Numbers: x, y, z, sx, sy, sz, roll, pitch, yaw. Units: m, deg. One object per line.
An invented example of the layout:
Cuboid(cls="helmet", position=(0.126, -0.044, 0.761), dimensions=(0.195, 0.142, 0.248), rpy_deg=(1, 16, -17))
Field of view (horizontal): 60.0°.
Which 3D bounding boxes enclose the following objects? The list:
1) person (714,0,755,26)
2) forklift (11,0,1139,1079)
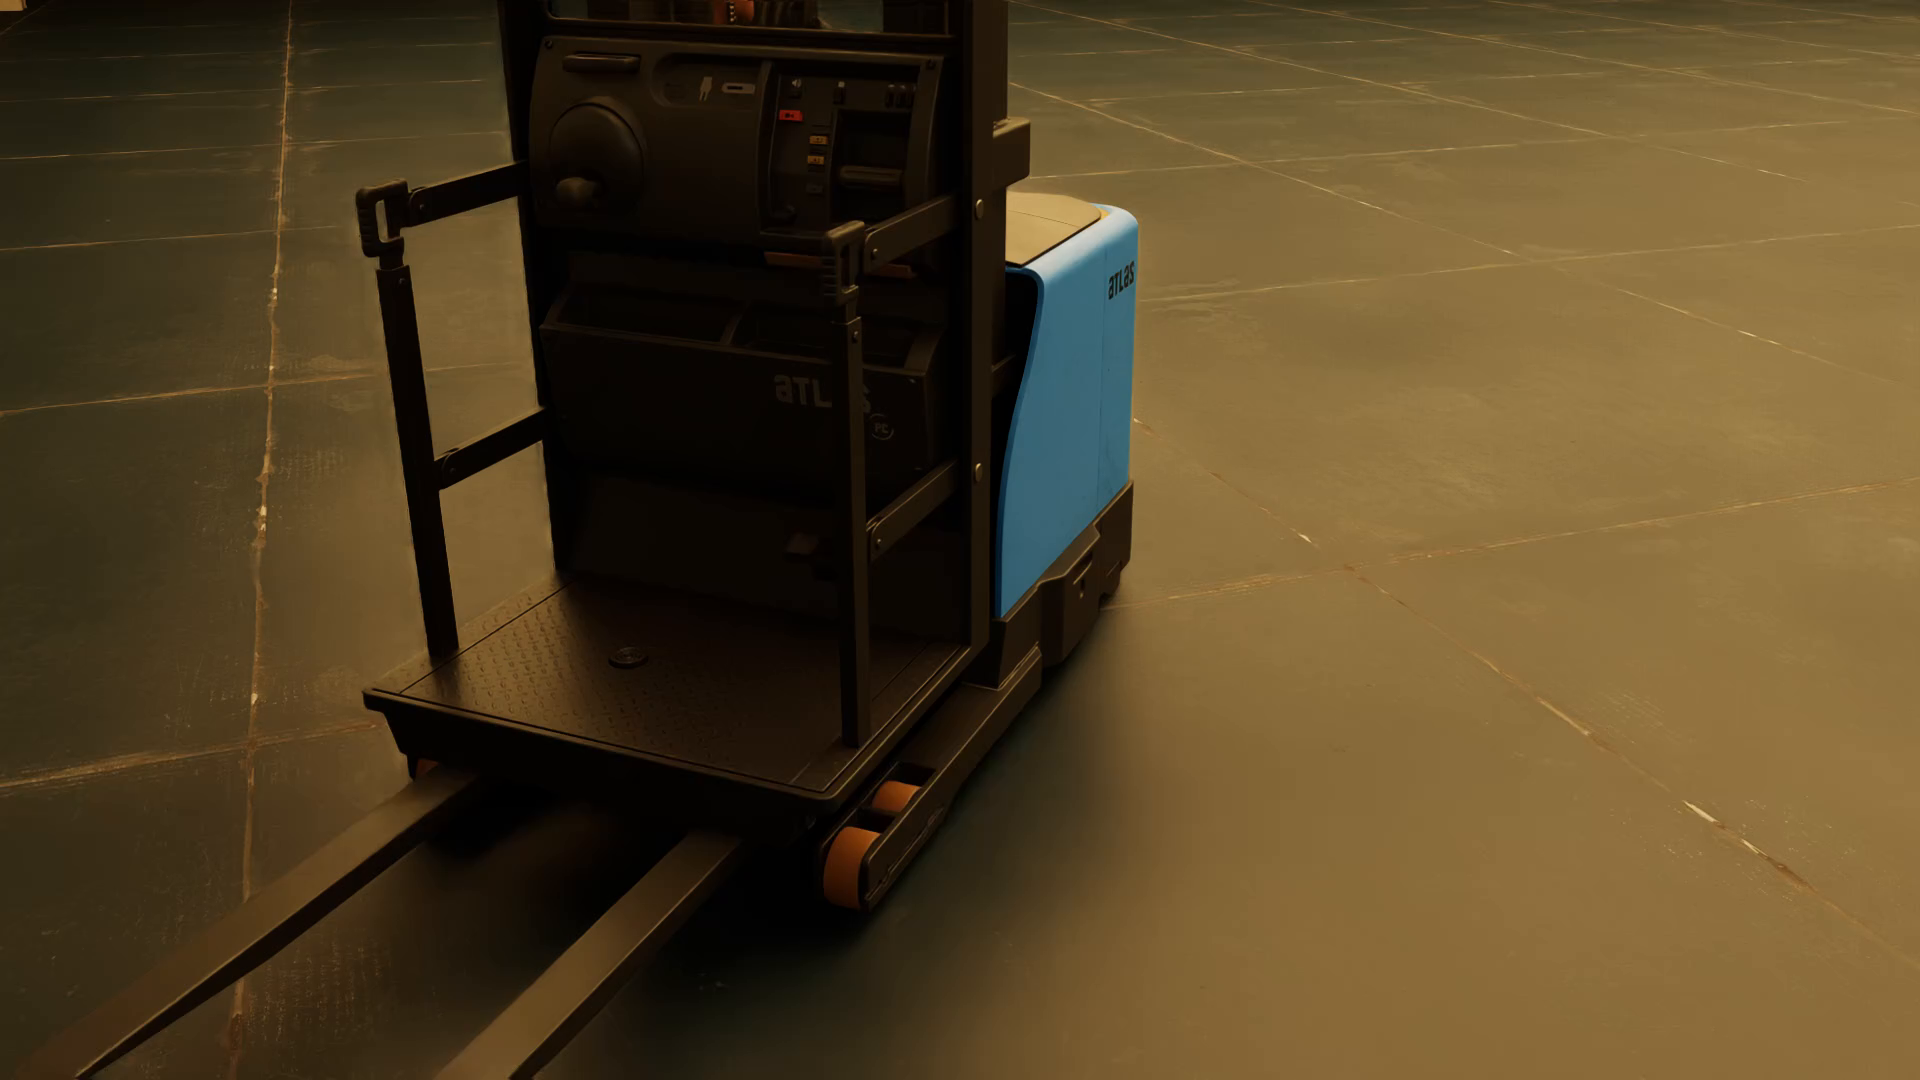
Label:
Cuboid(cls="person", position=(-0.670, -0.991, 5.284), dimensions=(0.482, 1.688, 0.814), rpy_deg=(7, 24, 17))
Cuboid(cls="forklift", position=(-0.552, -0.798, 3.196), dimensions=(1.130, 2.935, 3.031), rpy_deg=(9, 25, 21))
